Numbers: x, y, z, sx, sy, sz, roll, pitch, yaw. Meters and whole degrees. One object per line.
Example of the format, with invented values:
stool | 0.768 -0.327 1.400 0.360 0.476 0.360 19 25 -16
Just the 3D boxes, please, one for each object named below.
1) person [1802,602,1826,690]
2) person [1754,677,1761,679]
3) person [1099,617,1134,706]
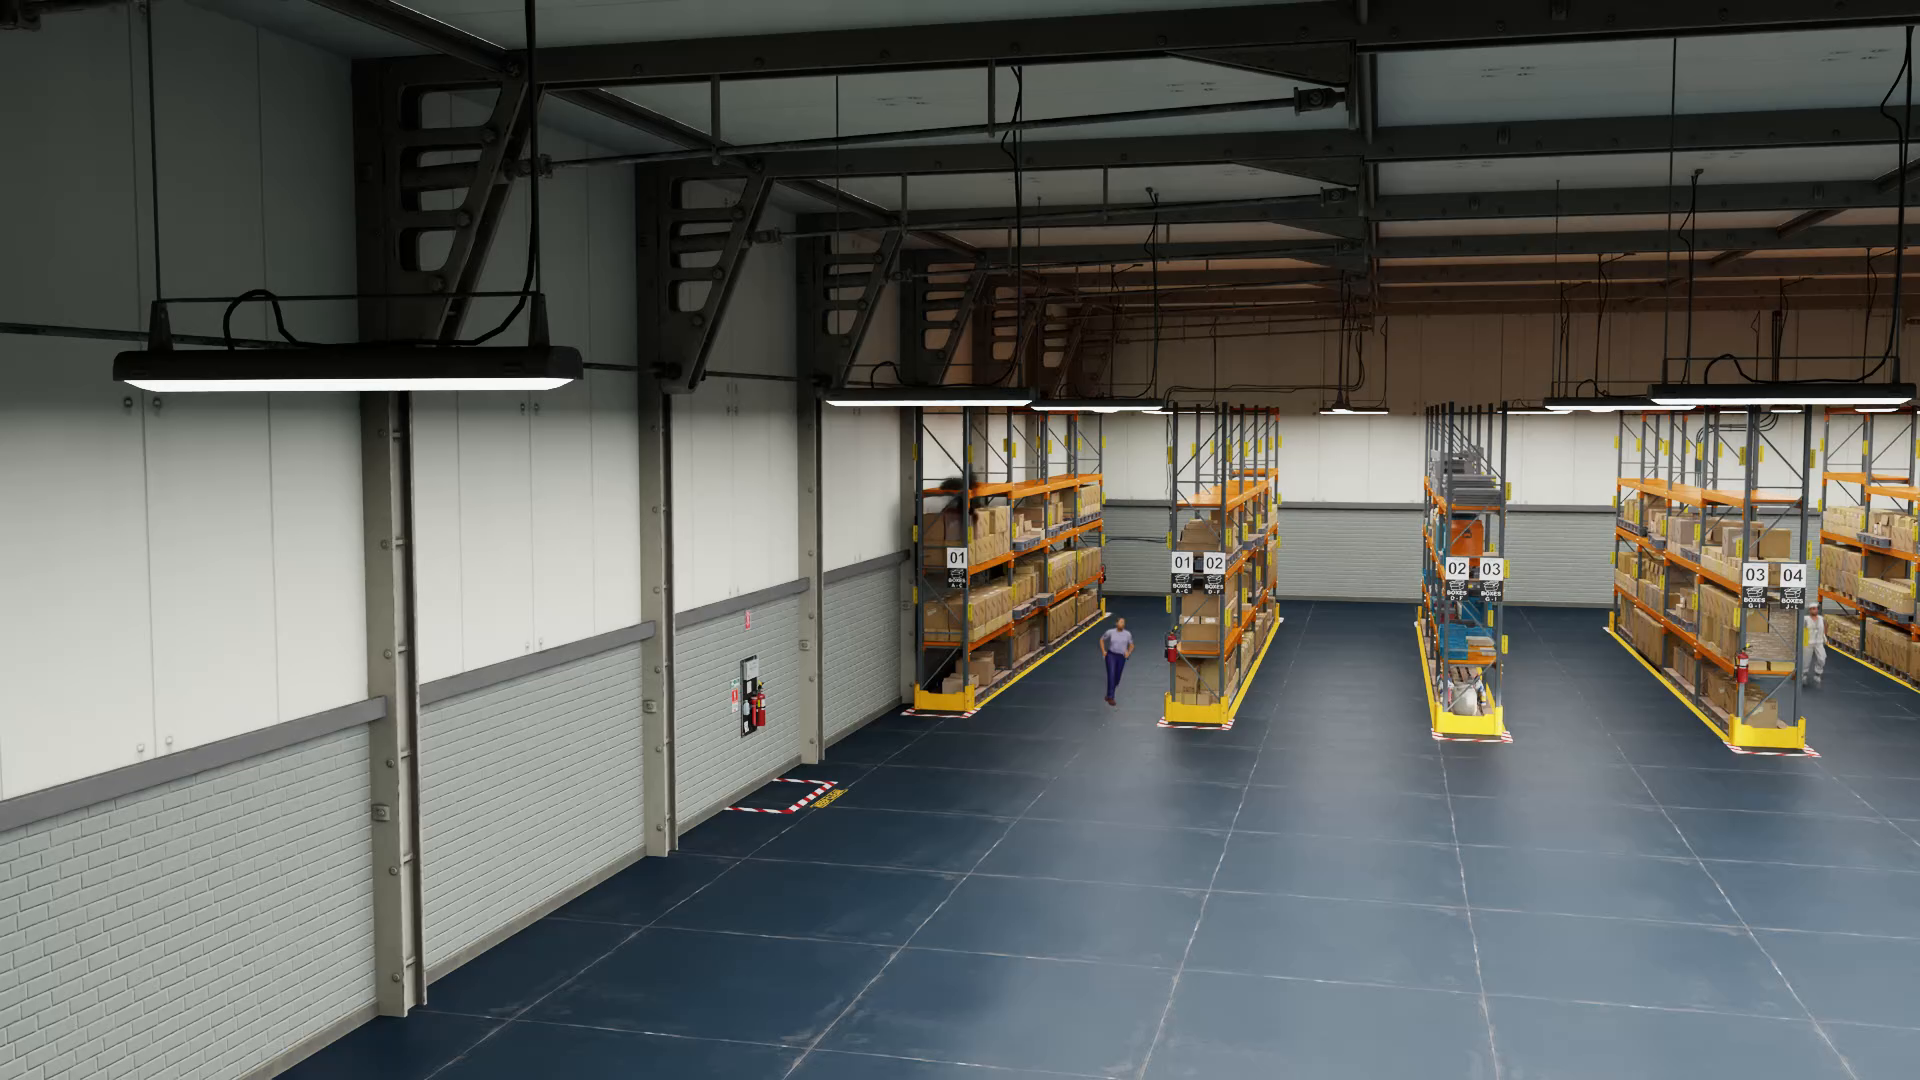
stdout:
person | 18.006 2.237 35.121 0.664 1.852 0.776 1 4 7
person | 17.550 2.183 36.430 0.599 1.663 0.829 2 5 22
person | 3.010 2.303 31.819 0.640 1.640 0.690 -1 4 -11
